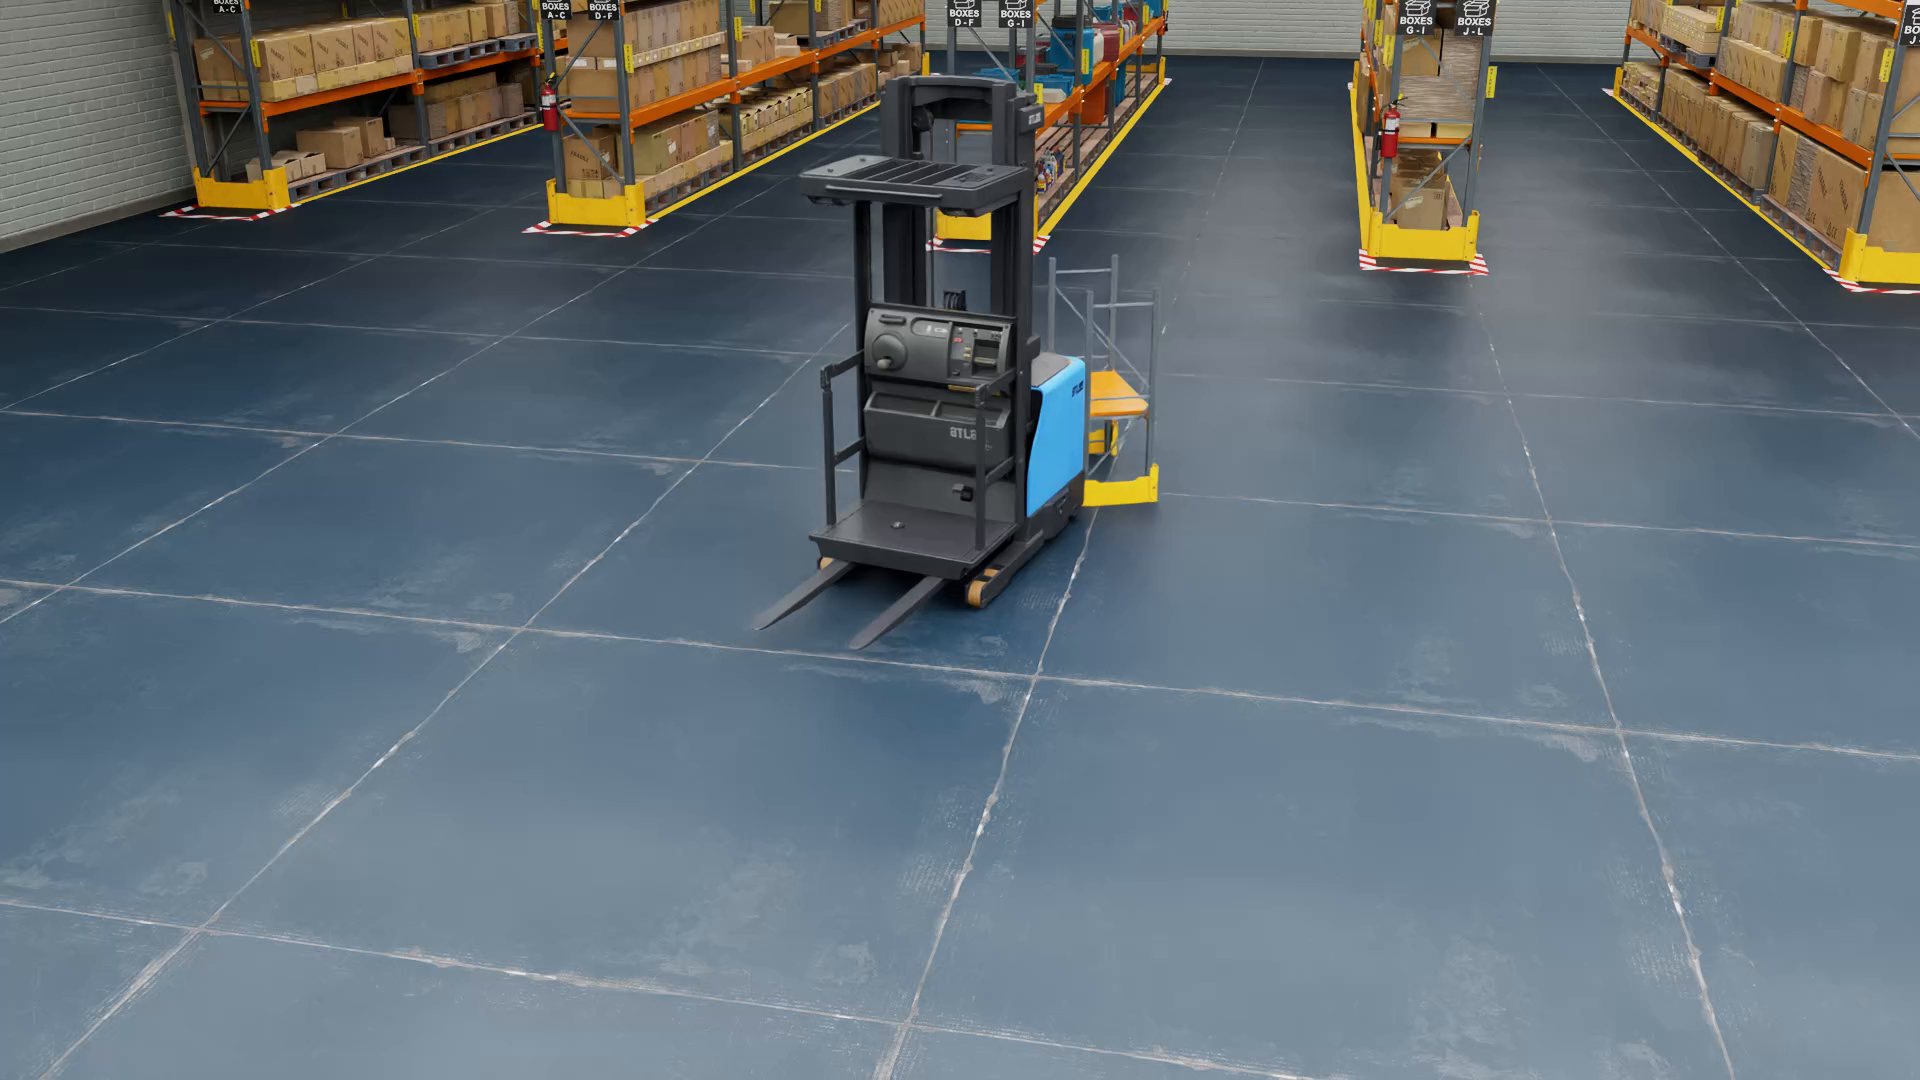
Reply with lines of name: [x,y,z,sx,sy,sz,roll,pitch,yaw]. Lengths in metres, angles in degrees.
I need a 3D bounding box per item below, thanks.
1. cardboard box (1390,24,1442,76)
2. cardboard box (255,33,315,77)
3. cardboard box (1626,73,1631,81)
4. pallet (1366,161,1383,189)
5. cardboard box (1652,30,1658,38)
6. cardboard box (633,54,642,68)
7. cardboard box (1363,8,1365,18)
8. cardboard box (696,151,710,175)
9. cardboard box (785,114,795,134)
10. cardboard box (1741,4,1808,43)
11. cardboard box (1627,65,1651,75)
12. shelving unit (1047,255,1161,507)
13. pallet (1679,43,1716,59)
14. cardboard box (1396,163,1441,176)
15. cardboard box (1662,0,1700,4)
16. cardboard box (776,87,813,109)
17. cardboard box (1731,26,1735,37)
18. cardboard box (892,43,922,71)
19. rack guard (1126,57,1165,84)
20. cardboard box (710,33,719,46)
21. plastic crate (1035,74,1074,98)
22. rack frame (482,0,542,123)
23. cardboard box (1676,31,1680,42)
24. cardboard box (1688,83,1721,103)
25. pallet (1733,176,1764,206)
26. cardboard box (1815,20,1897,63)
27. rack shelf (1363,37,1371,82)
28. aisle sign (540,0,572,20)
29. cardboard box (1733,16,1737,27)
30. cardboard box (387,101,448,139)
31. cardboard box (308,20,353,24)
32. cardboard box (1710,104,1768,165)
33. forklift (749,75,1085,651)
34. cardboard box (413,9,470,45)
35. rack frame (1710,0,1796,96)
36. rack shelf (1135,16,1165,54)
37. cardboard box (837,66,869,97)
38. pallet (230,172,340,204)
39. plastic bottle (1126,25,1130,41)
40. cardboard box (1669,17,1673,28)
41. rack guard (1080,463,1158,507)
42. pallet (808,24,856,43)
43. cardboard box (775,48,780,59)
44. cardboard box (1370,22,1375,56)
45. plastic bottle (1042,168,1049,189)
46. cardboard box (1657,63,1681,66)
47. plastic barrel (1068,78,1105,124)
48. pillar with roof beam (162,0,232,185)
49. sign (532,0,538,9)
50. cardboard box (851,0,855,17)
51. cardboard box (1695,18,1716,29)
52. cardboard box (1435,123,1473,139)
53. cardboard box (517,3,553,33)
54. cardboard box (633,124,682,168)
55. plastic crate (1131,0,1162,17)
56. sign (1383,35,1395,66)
cardboard box: [5.074,-5.460,18.524,0.500,0.500,0.500,4,22,11]
cardboard box: [-8.841,-6.344,21.760,0.500,0.500,0.500,5,22,11]
cardboard box: [12.834,-8.771,31.471,0.380,0.149,0.250,4,22,11]
pallet: [6.178,-5.046,23.100,1.003,0.211,1.213,4,22,11]
cardboard box: [12.479,-8.961,29.424,0.380,0.149,0.250,3,22,9]
cardboard box: [-4.151,-5.919,20.534,0.380,0.149,0.250,4,22,10]
cardboard box: [7.901,-9.982,31.427,0.500,0.250,0.500,4,22,9]
cardboard box: [-3.757,-5.178,22.814,0.500,0.250,0.500,4,22,11]
cardboard box: [-2.937,-6.610,26.369,0.500,0.250,0.500,5,22,12]
cardboard box: [11.468,-7.264,23.402,0.700,0.500,0.500,4,22,10]
cardboard box: [12.749,-8.818,31.192,0.380,0.149,0.250,4,22,11]
shelving unit: [0.977,-1.143,11.683,0.587,1.500,1.083,-4,22,-10]
pallet: [12.035,-7.740,26.314,1.003,0.211,1.213,4,22,11]
cardboard box: [5.583,-4.303,20.306,0.500,0.500,0.500,7,23,16]
cardboard box: [12.319,-9.406,28.323,0.500,0.500,0.500,4,22,9]
cardboard box: [-2.726,-7.243,27.190,0.500,0.311,0.500,5,22,12]
cardboard box: [12.174,-7.861,25.732,0.380,0.149,0.250,4,22,11]
cardboard box: [-1.098,-10.027,34.491,0.500,0.500,0.500,4,22,11]
rack guard: [3.612,-9.671,34.197,1.175,0.500,0.348,4,22,11]
cardboard box: [-3.575,-6.952,23.098,0.380,0.149,0.250,4,22,10]
plastic crate: [1.211,-5.938,21.780,0.499,0.251,0.616,4,22,11]
rack frame: [-7.711,-8.650,28.316,1.000,3.000,0.127,4,22,11]
cardboard box: [11.696,-8.056,26.617,0.380,0.149,0.250,4,22,10]
cardboard box: [11.647,-6.941,25.853,0.500,0.250,0.500,5,22,12]
pallet: [10.939,-4.634,22.077,1.003,0.211,1.213,4,22,11]
cardboard box: [10.748,-5.868,19.761,0.875,0.550,0.550,4,22,11]
rack shelf: [7.245,-7.915,27.454,1.077,0.370,4.000,4,22,11]
aisle sign: [-4.794,-6.552,19.628,0.394,0.787,0.004,4,22,11]
cardboard box: [12.170,-7.995,25.666,0.380,0.149,0.250,6,23,13]
cardboard box: [-8.393,-6.502,25.740,0.700,0.500,0.500,5,23,13]
cardboard box: [-8.937,-7.130,23.712,0.500,0.500,0.500,4,22,11]
cardboard box: [11.284,-5.718,23.485,1.050,0.750,0.750,5,22,12]
forklift: [-0.225,-1.138,9.756,1.130,2.935,3.031,10,24,22]
cardboard box: [-8.165,-8.068,26.149,0.700,0.500,0.500,8,23,18]
rack frame: [11.671,-7.102,24.473,1.000,3.000,0.127,4,22,11]
rack shelf: [3.212,-9.756,32.024,1.077,0.370,4.000,4,22,11]
cardboard box: [-1.974,-8.399,30.450,0.500,0.500,0.500,5,22,11]
pallet: [-9.127,-4.753,22.373,1.003,0.211,1.213,4,22,11]
plastic bottle: [2.862,-8.813,28.888,0.152,0.276,0.135,4,22,11]
cardboard box: [11.854,-8.483,27.278,0.380,0.149,0.250,5,22,12]
rack guard: [1.072,-0.380,11.463,0.587,0.250,0.087,-4,22,-10]
pallet: [-2.468,-8.896,29.185,1.003,0.211,1.213,4,22,11]
cardboard box: [-3.066,-7.687,26.260,0.380,0.149,0.250,6,23,15]
cardboard box: [6.802,-7.945,26.432,0.500,0.500,0.500,4,22,10]
plastic bottle: [1.100,-4.672,21.503,0.097,0.271,0.097,0,22,0]
cardboard box: [13.444,-8.963,31.552,0.380,0.149,0.250,5,22,12]
plastic barrel: [2.071,-7.263,27.216,0.600,0.830,0.708,4,22,11]
pillar with roof beam: [-5.833,-8.501,19.916,9.100,9.000,0.400,4,22,11]
sign: [-7.178,-9.113,28.021,0.100,0.325,0.005,4,22,11]
cardboard box: [-2.194,-9.986,31.498,0.500,0.500,0.500,5,22,12]
cardboard box: [11.429,-7.858,25.328,0.380,0.149,0.250,5,23,13]
cardboard box: [5.496,-4.561,18.500,0.380,0.149,0.250,4,22,11]
cardboard box: [-7.361,-9.002,28.631,0.500,0.500,0.500,5,22,13]
cardboard box: [-3.976,-5.161,21.768,0.500,0.500,0.500,4,22,11]
plastic crate: [3.735,-10.728,33.349,0.616,0.435,0.499,4,22,11]
sign: [4.665,-5.325,18.087,0.100,0.325,0.005,4,22,11]
